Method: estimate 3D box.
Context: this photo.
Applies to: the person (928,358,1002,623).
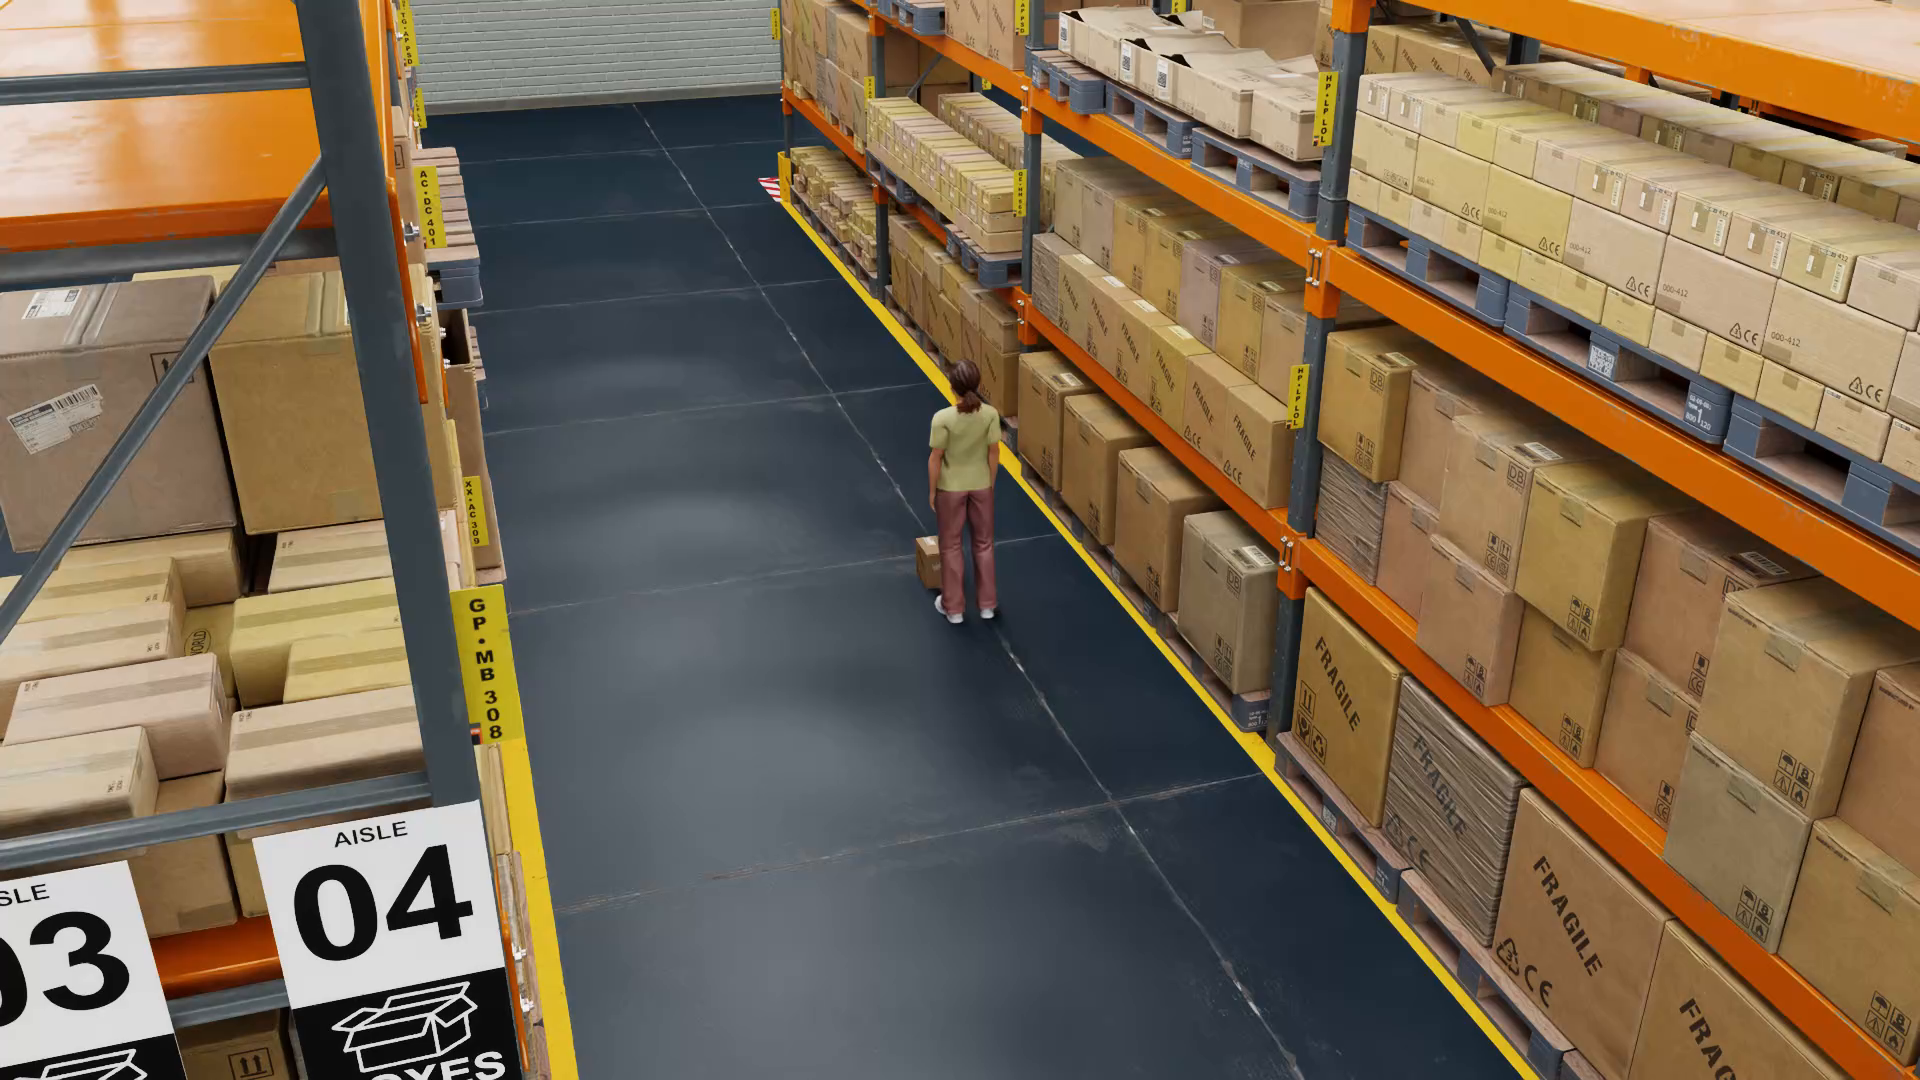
[{"bbox_3d":[0.013,-0.184,10.018,0.443,1.416,0.314,-8,27,-15],"label":"person"}]
